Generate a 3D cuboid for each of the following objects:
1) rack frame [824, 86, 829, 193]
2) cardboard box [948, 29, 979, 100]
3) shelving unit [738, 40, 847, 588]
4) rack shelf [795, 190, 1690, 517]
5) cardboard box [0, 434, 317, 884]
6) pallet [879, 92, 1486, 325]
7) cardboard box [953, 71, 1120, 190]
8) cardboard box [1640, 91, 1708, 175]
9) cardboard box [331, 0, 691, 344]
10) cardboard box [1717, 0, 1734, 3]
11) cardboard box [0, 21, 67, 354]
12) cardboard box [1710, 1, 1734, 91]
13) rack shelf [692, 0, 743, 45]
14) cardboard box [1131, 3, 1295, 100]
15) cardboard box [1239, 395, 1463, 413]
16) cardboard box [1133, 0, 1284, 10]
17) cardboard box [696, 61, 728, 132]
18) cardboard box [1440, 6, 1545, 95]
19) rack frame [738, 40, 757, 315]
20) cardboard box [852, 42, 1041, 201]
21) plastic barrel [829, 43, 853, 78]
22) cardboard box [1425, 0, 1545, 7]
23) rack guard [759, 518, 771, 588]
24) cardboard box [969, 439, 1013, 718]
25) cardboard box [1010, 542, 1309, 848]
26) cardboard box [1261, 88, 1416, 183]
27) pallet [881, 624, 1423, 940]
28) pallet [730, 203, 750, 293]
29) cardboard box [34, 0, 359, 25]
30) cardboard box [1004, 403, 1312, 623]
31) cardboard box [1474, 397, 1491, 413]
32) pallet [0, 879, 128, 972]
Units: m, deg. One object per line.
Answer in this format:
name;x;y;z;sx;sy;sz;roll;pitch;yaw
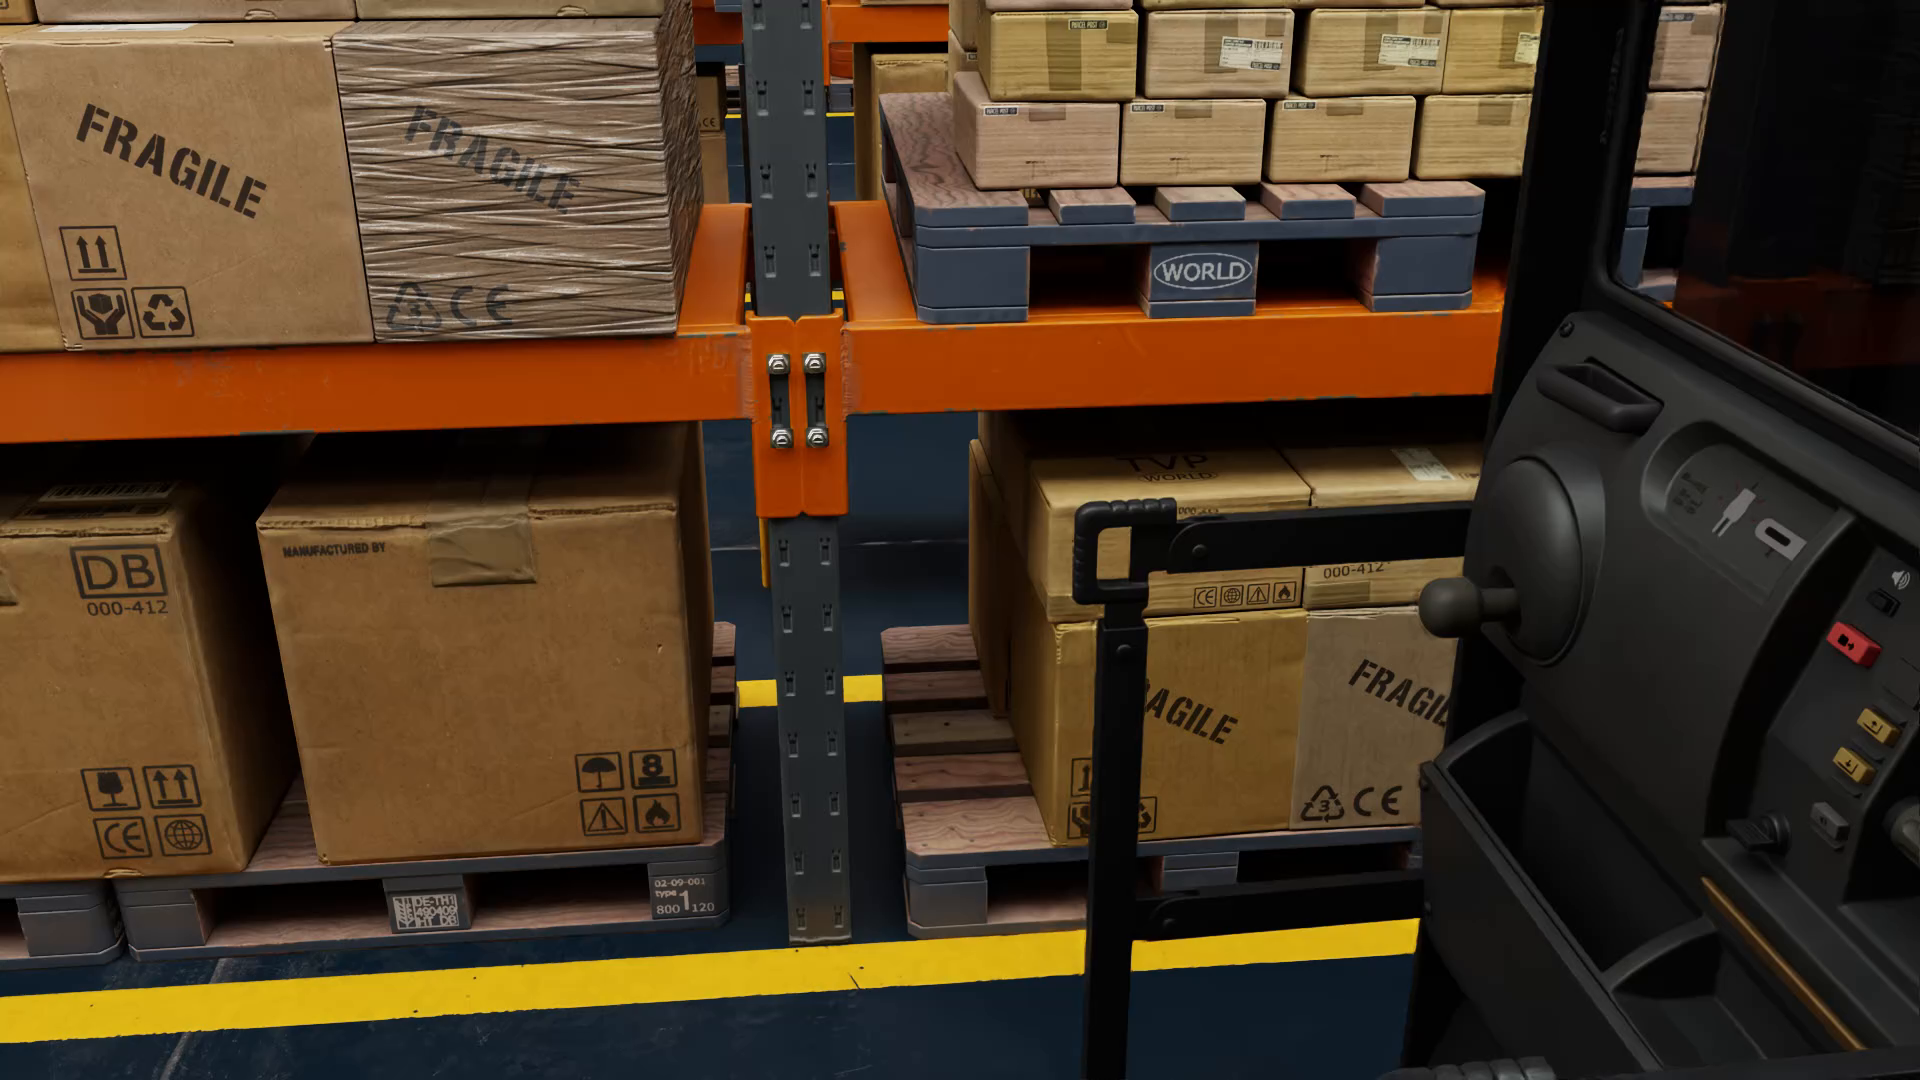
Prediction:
rack frame;-0.720;-2.755;7.756;0.127;3.000;1.000;-2;24;-5
cardboard box;0.113;-1.029;3.664;0.250;0.149;0.380;-2;24;-4
shelving unit;-0.076;-0.682;4.939;1.083;1.500;0.587;-2;24;-5
rack shelf;1.657;-0.497;3.562;4.000;0.370;1.077;-2;24;-5
cardboard box;-1.818;0.114;3.553;0.750;0.750;1.050;-2;24;-4
pallet;0.366;-0.730;3.436;1.003;0.211;1.213;-2;24;-5
cardboard box;0.132;-0.760;3.058;0.250;0.149;0.380;-3;24;-6
cardboard box;1.201;-0.804;3.159;0.250;0.149;0.380;-2;24;-3
cardboard box;-0.755;-0.665;2.931;0.500;0.500;0.500;-2;24;-5
cardboard box;1.454;-1.089;3.066;0.250;0.149;0.380;-2;24;-4
cardboard box;-1.749;-0.626;2.843;0.500;0.500;0.500;-3;24;-6
cardboard box;1.449;-0.949;3.119;0.250;0.149;0.380;-3;24;-6
rack shelf;-2.710;-2.347;7.722;4.000;0.370;1.077;-2;24;-5
cardboard box;0.438;-0.909;3.028;0.250;0.149;0.380;-1;24;-3
cardboard box;0.823;-0.296;3.861;0.500;0.250;0.500;-2;24;-4
cardboard box;0.413;-1.047;2.973;0.250;0.149;0.380;-3;24;-7
cardboard box;-1.384;-2.118;7.934;0.500;0.250;0.500;-1;24;-3
cardboard box;0.954;-0.931;3.078;0.250;0.149;0.380;-2;24;-5
rack frame;-0.591;-0.662;4.892;0.032;1.500;0.500;-2;24;-5
cardboard box;-0.031;-1.995;8.145;0.875;0.875;1.225;-3;24;-8
plastic barrel;-0.722;-3.984;12.675;0.708;0.830;0.600;-2;24;-5
cardboard box;0.921;-1.066;3.014;0.250;0.149;0.380;-3;24;-7
rack guard;-0.571;-0.091;5.148;0.087;0.250;0.587;-2;24;-5
cardboard box;0.296;0.072;3.955;0.500;0.500;0.500;-2;24;-5
cardboard box;0.396;0.279;3.490;0.500;0.500;0.500;-3;24;-7
cardboard box;0.668;-0.781;3.107;0.250;0.149;0.380;-1;24;-2
pallet;0.445;0.497;3.871;1.213;0.211;1.003;-2;24;-5
pallet;-1.498;-1.450;8.253;1.213;0.211;1.003;-2;24;-5
cardboard box;-1.284;-1.214;2.935;0.500;0.500;0.700;-3;24;-6
cardboard box;0.377;-0.068;3.348;0.500;0.250;0.500;-3;24;-8
cardboard box;1.375;-0.103;3.426;0.500;0.250;0.500;-2;24;-5
pallet;-2.336;0.576;3.693;1.213;0.211;1.003;-2;24;-5
